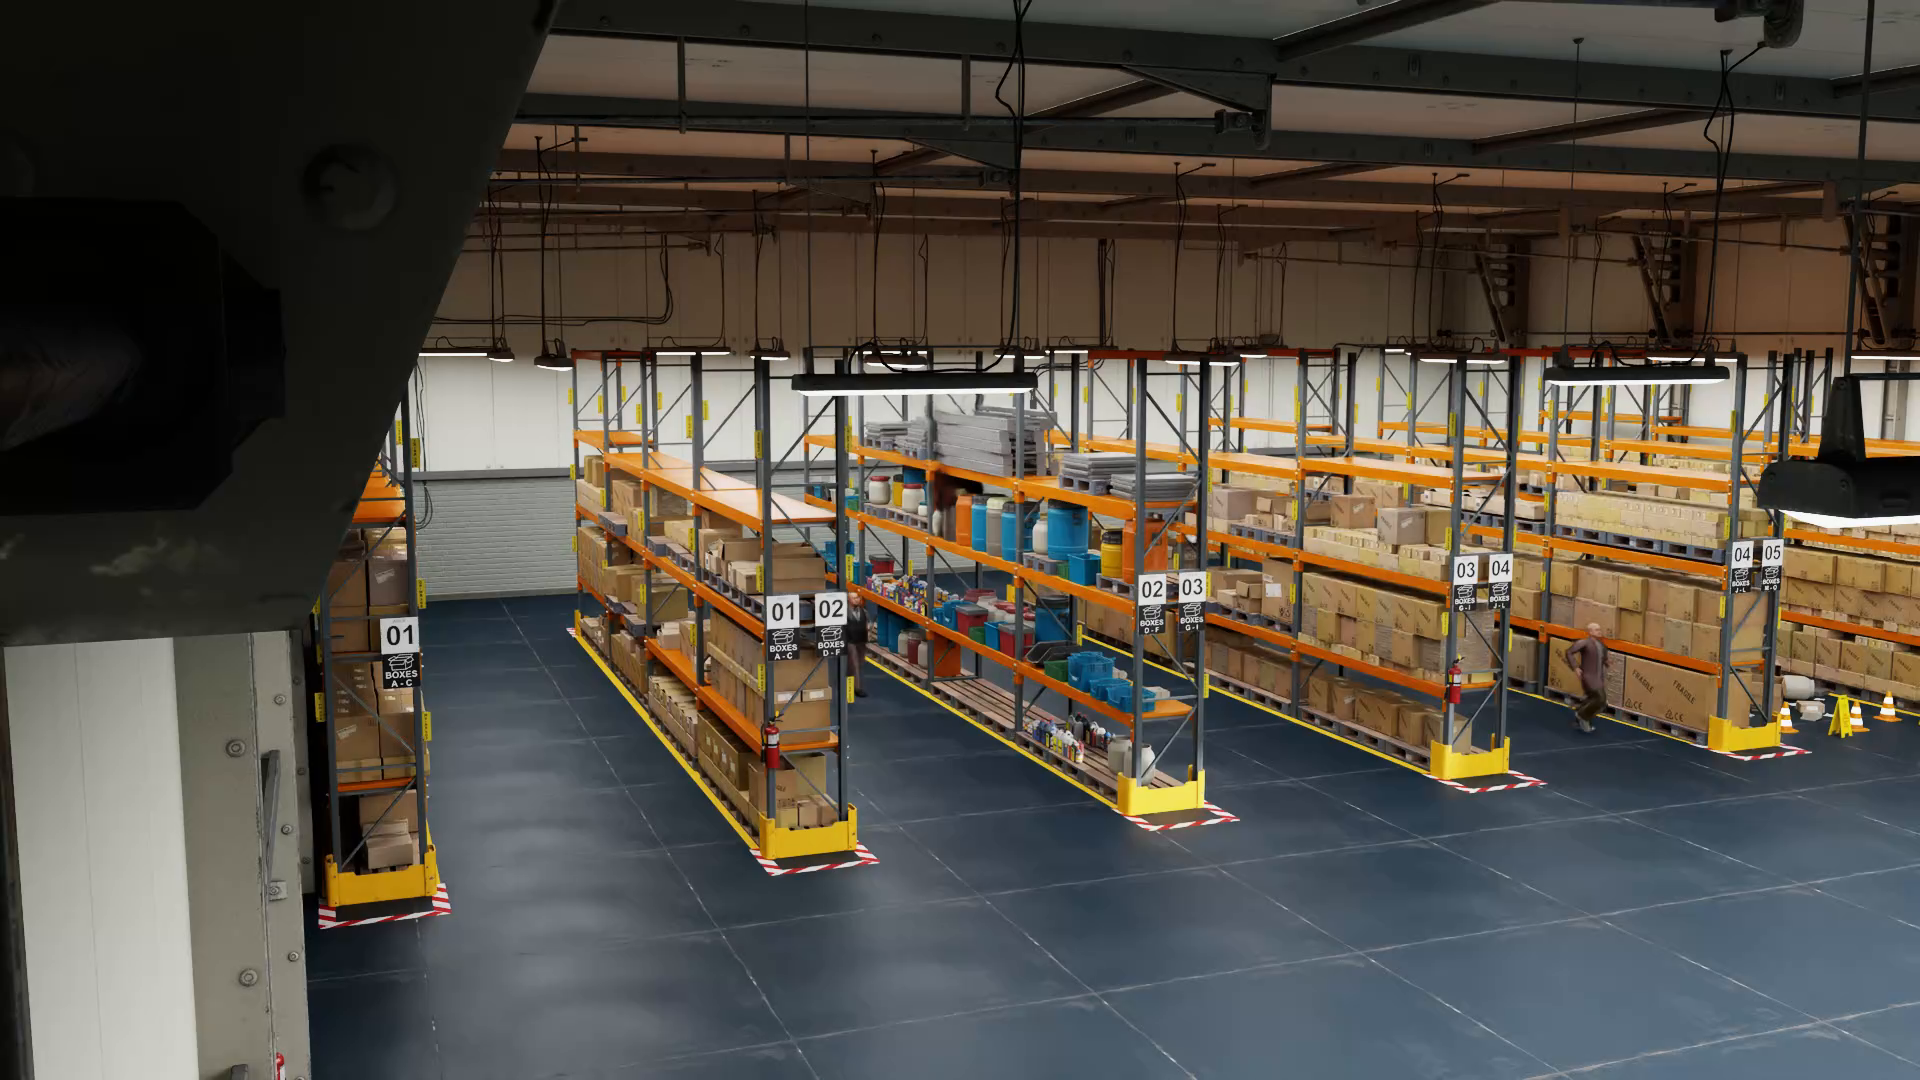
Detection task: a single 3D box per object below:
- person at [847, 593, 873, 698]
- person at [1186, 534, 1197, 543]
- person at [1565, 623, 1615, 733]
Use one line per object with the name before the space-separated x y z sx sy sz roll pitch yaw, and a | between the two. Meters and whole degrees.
person | -1.751 1.748 27.781 0.666 1.744 0.867 -4 8 -32
person | 5.799 0.332 41.346 0.594 1.718 0.690 -4 8 -32
person | 10.029 2.184 26.314 0.697 1.746 0.676 -6 9 -38
